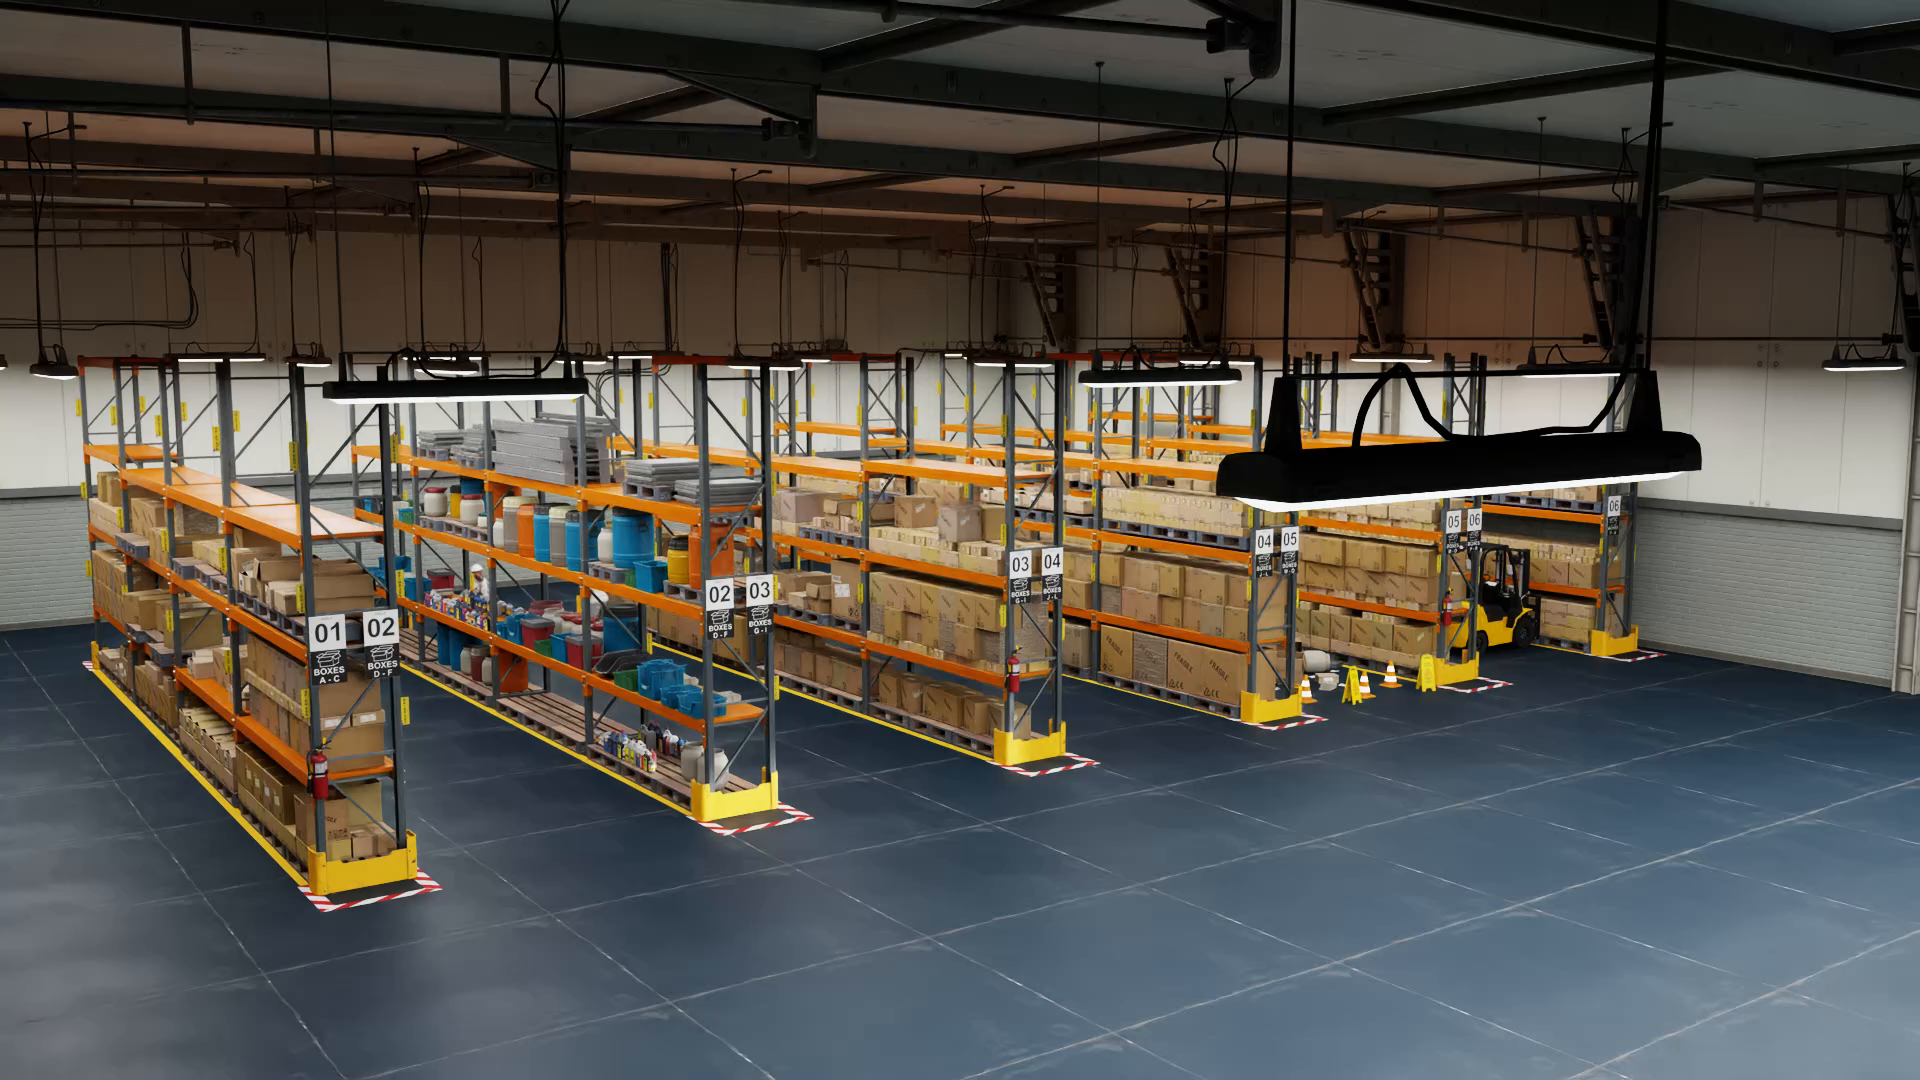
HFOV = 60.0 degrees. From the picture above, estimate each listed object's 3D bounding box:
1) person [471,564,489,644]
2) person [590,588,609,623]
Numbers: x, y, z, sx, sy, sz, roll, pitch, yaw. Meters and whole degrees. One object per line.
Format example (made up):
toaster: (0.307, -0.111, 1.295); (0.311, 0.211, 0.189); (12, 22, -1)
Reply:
person: (-9.812, 1.347, 33.956); (0.582, 1.715, 1.079); (-7, 10, -43)
person: (-7.453, 1.301, 34.435); (0.691, 1.741, 0.630); (3, 8, 24)
